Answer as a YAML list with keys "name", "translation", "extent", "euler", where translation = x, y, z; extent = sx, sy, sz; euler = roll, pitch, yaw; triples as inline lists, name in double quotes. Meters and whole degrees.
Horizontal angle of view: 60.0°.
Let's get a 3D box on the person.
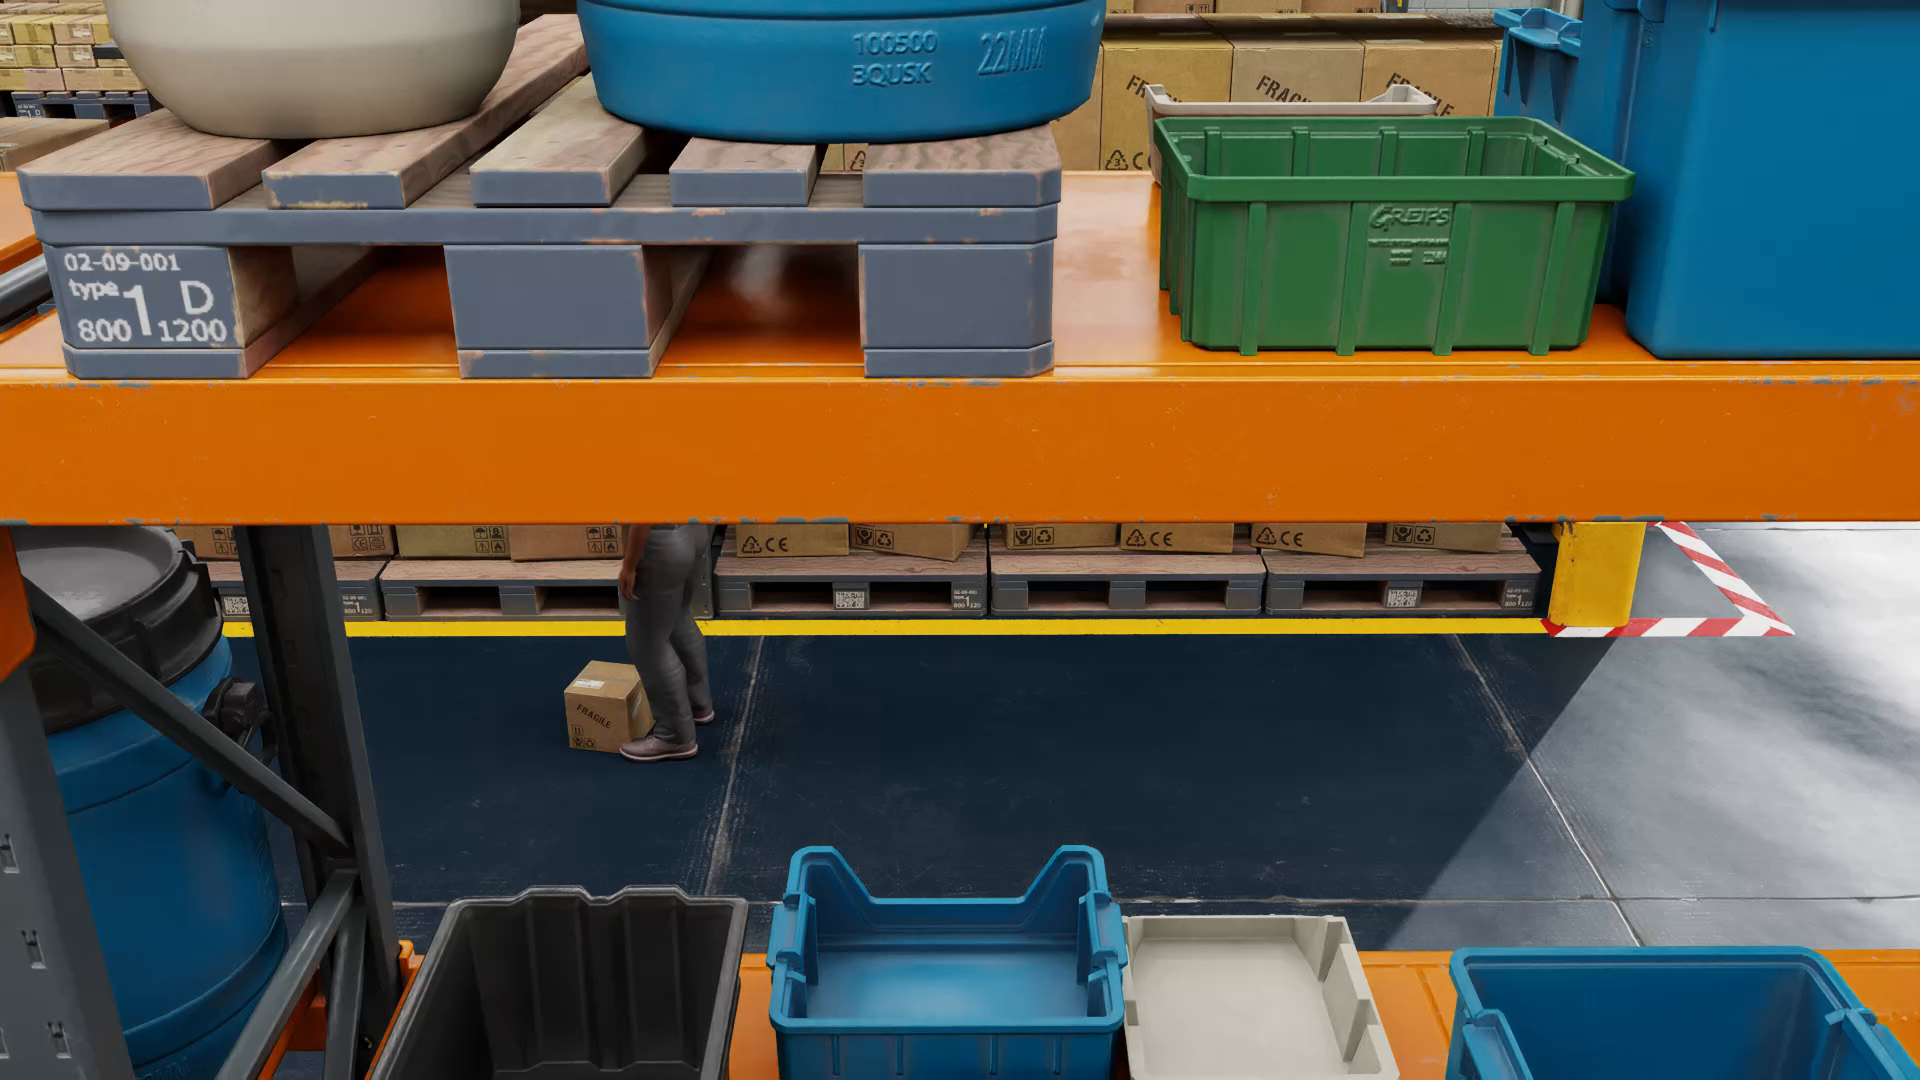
- name: "person"
  translation: [-1.108, 0.013, 6.079]
  extent: [0.346, 1.655, 0.506]
  euler: [4, 25, 9]
